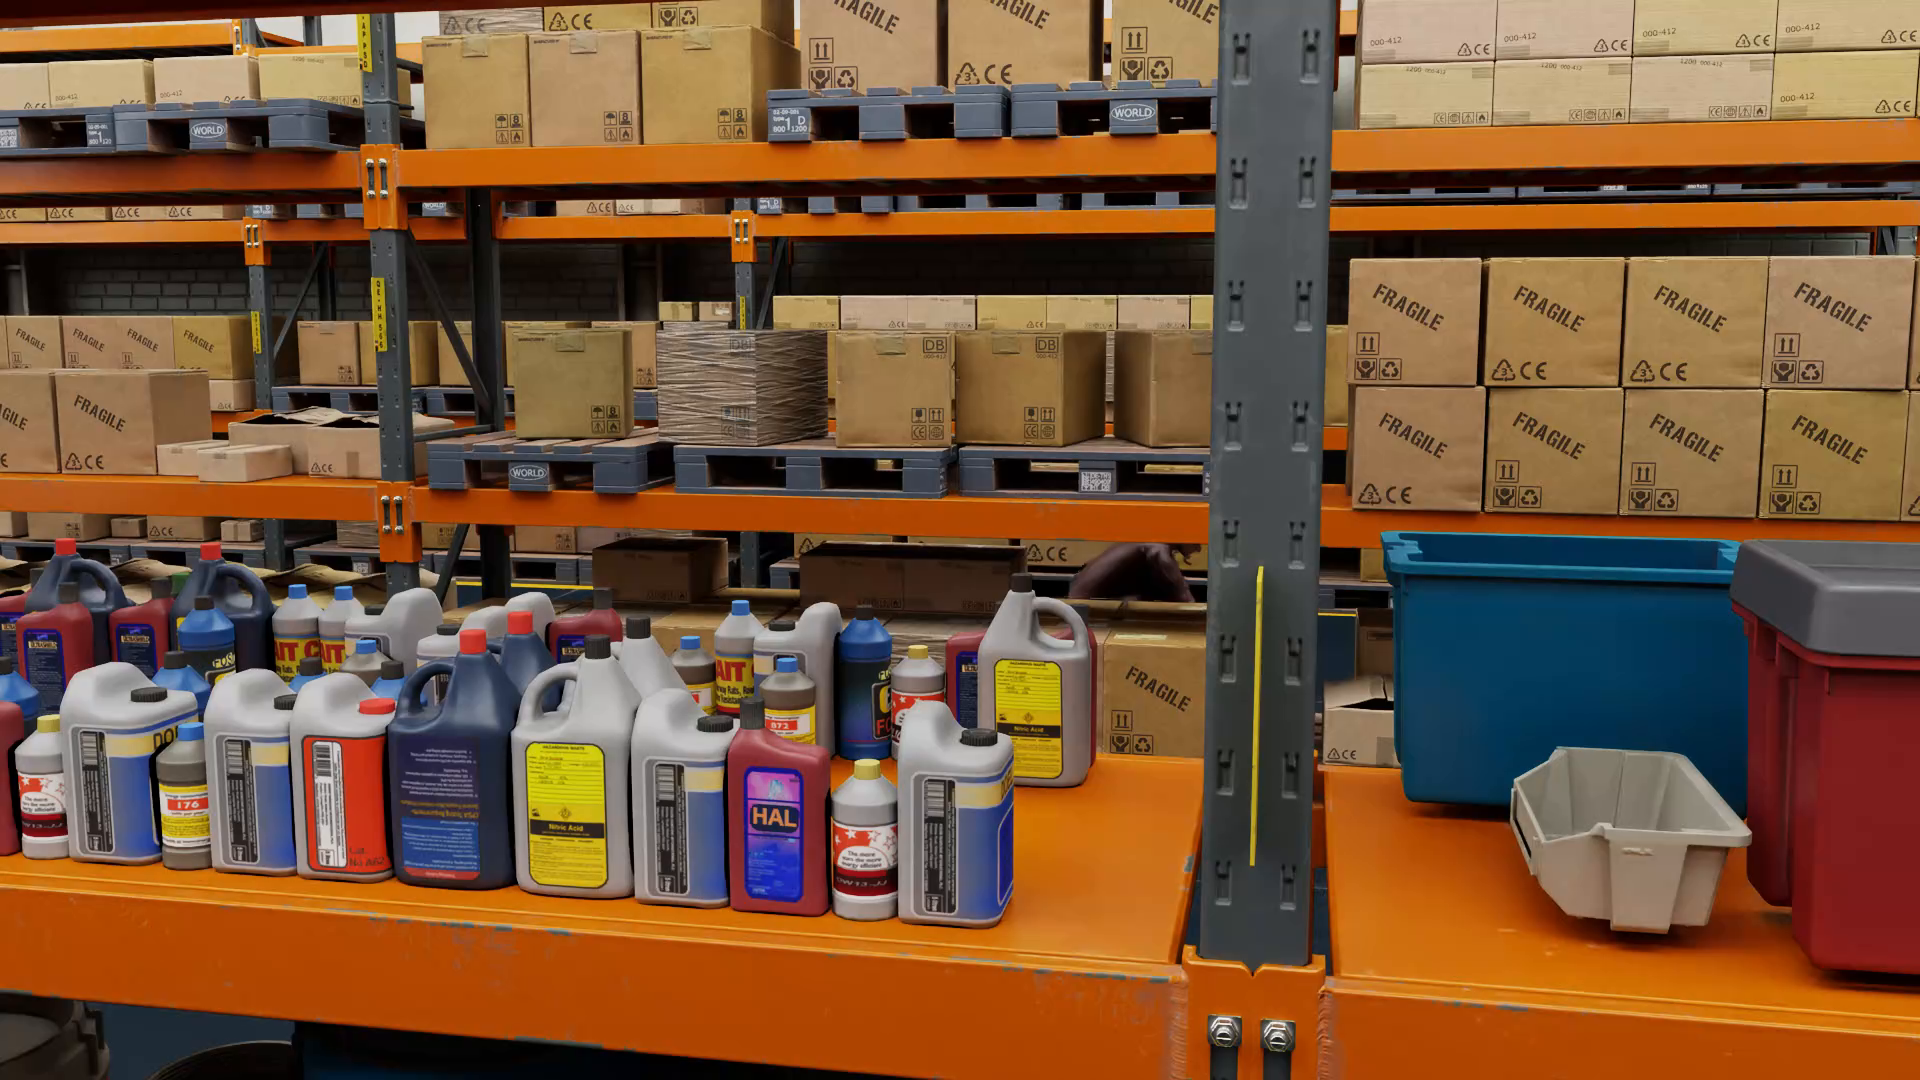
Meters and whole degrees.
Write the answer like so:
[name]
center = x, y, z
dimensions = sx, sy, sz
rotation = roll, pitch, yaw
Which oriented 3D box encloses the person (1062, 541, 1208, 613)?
[person]
center = 1.040, 0.331, 9.323
dimensions = 0.936, 1.000, 0.581
rotation = 1, 8, 10
